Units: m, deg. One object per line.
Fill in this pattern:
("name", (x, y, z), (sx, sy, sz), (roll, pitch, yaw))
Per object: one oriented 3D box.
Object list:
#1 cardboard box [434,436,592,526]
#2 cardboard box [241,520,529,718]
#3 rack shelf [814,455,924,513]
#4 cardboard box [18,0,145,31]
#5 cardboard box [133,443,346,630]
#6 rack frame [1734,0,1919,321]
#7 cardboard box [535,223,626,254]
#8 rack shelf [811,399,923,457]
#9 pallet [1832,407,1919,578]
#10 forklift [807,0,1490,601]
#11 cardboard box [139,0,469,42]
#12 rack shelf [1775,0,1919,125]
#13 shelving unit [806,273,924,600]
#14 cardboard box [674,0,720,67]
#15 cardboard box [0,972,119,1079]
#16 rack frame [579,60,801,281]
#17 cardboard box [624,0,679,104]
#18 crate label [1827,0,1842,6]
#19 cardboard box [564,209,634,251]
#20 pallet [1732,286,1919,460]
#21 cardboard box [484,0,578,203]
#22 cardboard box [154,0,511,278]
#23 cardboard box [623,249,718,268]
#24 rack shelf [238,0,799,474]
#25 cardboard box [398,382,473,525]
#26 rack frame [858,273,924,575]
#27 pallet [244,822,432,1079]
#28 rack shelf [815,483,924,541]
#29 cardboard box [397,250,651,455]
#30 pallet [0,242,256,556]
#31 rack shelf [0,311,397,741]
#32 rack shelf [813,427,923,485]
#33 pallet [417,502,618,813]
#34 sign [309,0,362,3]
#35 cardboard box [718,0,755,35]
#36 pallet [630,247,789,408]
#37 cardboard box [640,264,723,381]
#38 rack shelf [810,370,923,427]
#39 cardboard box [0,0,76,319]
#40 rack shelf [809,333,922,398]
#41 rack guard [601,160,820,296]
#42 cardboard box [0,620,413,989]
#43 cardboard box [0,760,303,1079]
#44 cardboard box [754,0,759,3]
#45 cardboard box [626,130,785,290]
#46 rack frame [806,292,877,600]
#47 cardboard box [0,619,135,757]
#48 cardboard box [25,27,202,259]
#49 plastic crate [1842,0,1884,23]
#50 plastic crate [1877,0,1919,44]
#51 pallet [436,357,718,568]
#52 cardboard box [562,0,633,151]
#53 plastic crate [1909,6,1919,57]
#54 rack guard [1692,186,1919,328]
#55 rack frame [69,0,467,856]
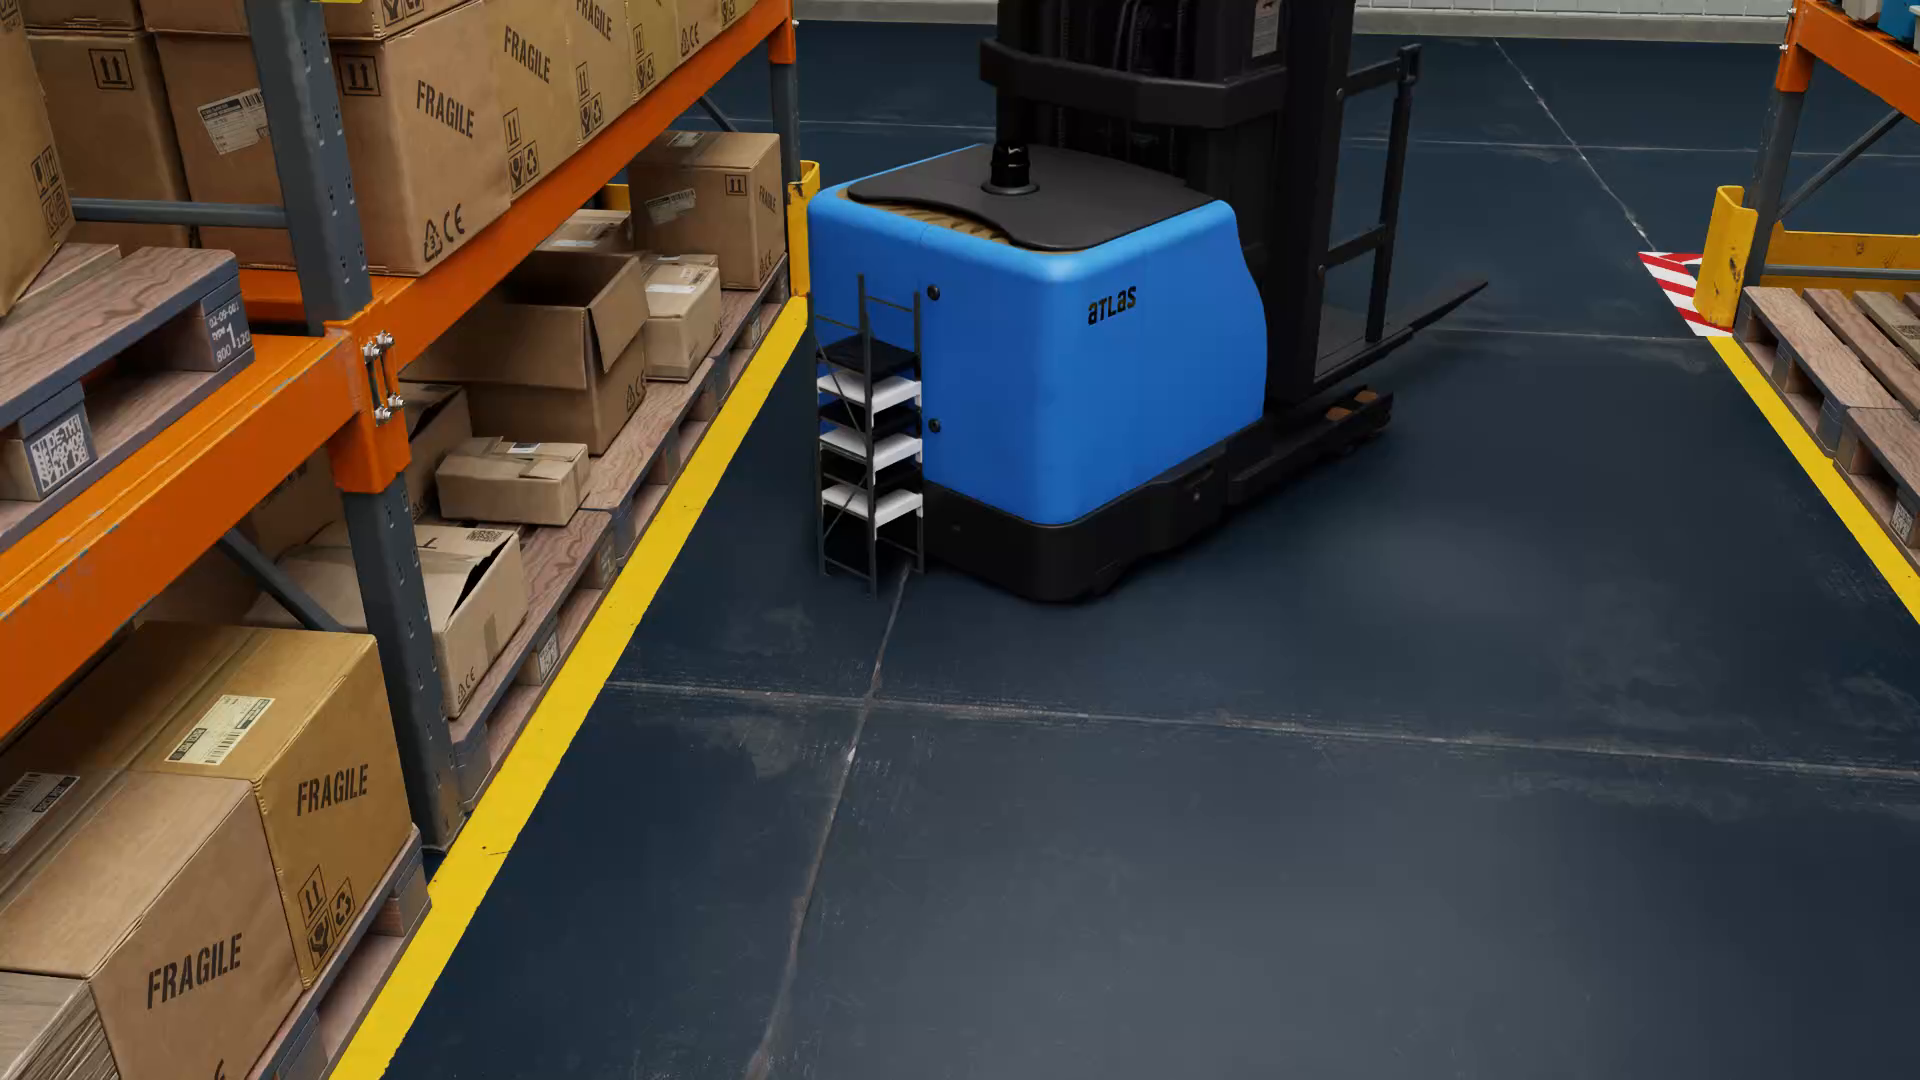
("cardboard box", (-1.325, -0.182, 4.948), (0.380, 0.166, 0.250), (3, 28, 6))
("cardboard box", (-1.421, 0.162, 4.157), (0.500, 0.311, 0.500), (3, 28, 6))
("rack shelf", (-0.269, -0.185, 4.905), (0.258, 0.077, 0.200), (23, 36, 36))
("cardboard box", (-1.882, -1.380, 3.489), (0.500, 0.500, 0.500), (3, 29, 6))
("cardboard box", (-1.899, -0.021, 4.297), (0.500, 0.500, 0.500), (3, 28, 6))
("rack frame", (3.718, -2.236, 6.238), (1.000, 3.000, 0.127), (3, 28, 6))
("cardboard box", (-1.607, -1.034, 6.442), (0.500, 0.250, 0.500), (3, 28, 6))
("rack shelf", (-0.269, -0.344, 4.820), (0.258, 0.077, 0.200), (23, 36, 36))
("pallet", (3.427, -0.050, 5.120), (1.003, 0.211, 1.213), (3, 28, 6))
("forklift", (0.891, -1.730, 5.371), (1.130, 2.935, 3.031), (23, 36, 36))
("cardboard box", (-1.350, -1.332, 3.401), (0.500, 0.500, 0.500), (4, 29, 8))
("rack shelf", (3.473, -0.978, 4.661), (1.077, 0.370, 4.000), (3, 28, 6))
("shelving unit", (-0.269, -0.294, 4.847), (0.258, 0.900, 0.210), (23, 36, 36))
("cardboard box", (-1.109, -1.864, 5.442), (0.500, 0.500, 0.500), (4, 29, 7))
("cardboard box", (-1.594, 0.981, 2.438), (0.500, 0.500, 0.500), (4, 29, 7))
("rack frame", (-1.197, -2.526, 6.775), (1.000, 3.000, 0.127), (3, 28, 6))
("cardboard box", (-1.171, -1.627, 5.002), (0.500, 0.500, 0.500), (3, 28, 5))
("crate label", (3.361, -2.092, 6.083), (0.416, 0.233, 0.303), (3, 28, 6))
("cardboard box", (-1.590, -1.287, 7.018), (0.380, 0.149, 0.250), (3, 28, 6))
("pallet", (3.579, -0.622, 6.183), (1.003, 0.211, 1.213), (3, 28, 6))
("cardboard box", (-1.295, -1.152, 4.120), (0.500, 0.500, 0.500), (4, 29, 7))
("cardboard box", (-1.354, -0.911, 3.673), (0.500, 0.500, 0.500), (4, 29, 8))
("cardboard box", (-1.158, -1.016, 6.497), (0.380, 0.166, 0.250), (3, 28, 6))
("rack shelf", (-1.442, -1.267, 5.199), (1.077, 0.370, 4.000), (3, 28, 6))
("cardboard box", (-1.807, -0.290, 4.998), (0.500, 0.311, 0.500), (3, 28, 6))
("rack frame", (-0.201, -0.330, 4.913), (0.240, 0.900, 0.006), (23, 36, 36))
("pallet", (-1.749, 0.970, 3.227), (1.003, 0.211, 1.213), (3, 28, 6))
("rack shelf", (-0.269, -0.106, 4.948), (0.258, 0.077, 0.200), (23, 36, 36))
("cardboard box", (-1.462, -0.622, 5.410), (0.797, 0.503, 0.637), (3, 28, 6))
("pallet", (-1.894, -0.188, 2.640), (1.003, 0.211, 1.213), (3, 28, 6))
("rack shelf", (-1.932, 0.615, 1.704), (1.077, 0.370, 4.000), (3, 28, 6))
("rack shelf", (-0.269, -0.264, 4.862), (0.258, 0.077, 0.200), (23, 36, 36))
("pallet", (-1.602, 0.262, 4.542), (1.003, 0.211, 1.213), (3, 28, 6))
("sign", (-1.136, -1.122, 2.949), (0.100, 0.325, 0.005), (3, 28, 6))
("cardboard box", (-1.042, -2.099, 5.877), (0.500, 0.500, 0.500), (4, 29, 7))
("pallet", (-1.303, -0.887, 6.674), (1.003, 0.211, 1.213), (3, 28, 6))
("cardboard box", (-1.166, -0.793, 5.995), (0.500, 0.250, 0.500), (3, 28, 6))
("rack shelf", (-0.269, -0.423, 4.777), (0.258, 0.077, 0.200), (23, 36, 36))
("cardboard box", (-1.967, -0.662, 2.767), (0.700, 0.500, 0.500), (-6, 29, -11))
("rack shelf", (-0.269, -0.502, 4.734), (0.258, 0.077, 0.200), (23, 36, 36))
("rack guard", (-1.207, -1.389, 7.302), (1.175, 0.500, 0.348), (3, 28, 6))
("cardboard box", (-1.463, 0.513, 3.307), (0.500, 0.500, 0.500), (3, 28, 6))
("cardboard box", (-1.532, 0.745, 2.876), (0.500, 0.500, 0.500), (3, 29, 6))
("cardboard box", (-0.982, -2.343, 6.331), (0.500, 0.500, 0.500), (4, 29, 8))
("cardboard box", (-1.019, -1.349, 6.762), (0.500, 0.500, 0.500), (3, 28, 6))
("rack frame", (-0.337, -0.258, 4.780), (0.240, 0.900, 0.006), (23, 36, 36))
("cardboard box", (-1.988, 0.478, 3.373), (0.500, 0.500, 0.500), (2, 28, 4))
("cardboard box", (-1.881, -0.937, 3.721), (0.500, 0.500, 0.500), (4, 29, 7))
("plastic crate", (3.240, -1.903, 5.835), (0.250, 0.136, 0.298), (3, 28, 6))
("plastic crate", (3.281, -1.782, 5.508), (0.416, 0.233, 0.300), (3, 28, 6))
("pallet", (-1.455, -0.314, 5.611), (1.003, 0.211, 1.213), (3, 28, 6))
("cardboard box", (-1.231, -1.387, 4.557), (0.500, 0.500, 0.500), (3, 28, 6))
("plastic crate", (3.157, -1.584, 5.242), (0.250, 0.136, 0.298), (3, 28, 6))
("rack guard", (3.708, -1.148, 6.853), (1.175, 0.500, 0.348), (3, 28, 6))
("rack frame", (-1.687, -0.643, 3.280), (1.000, 3.000, 0.127), (3, 28, 6))
